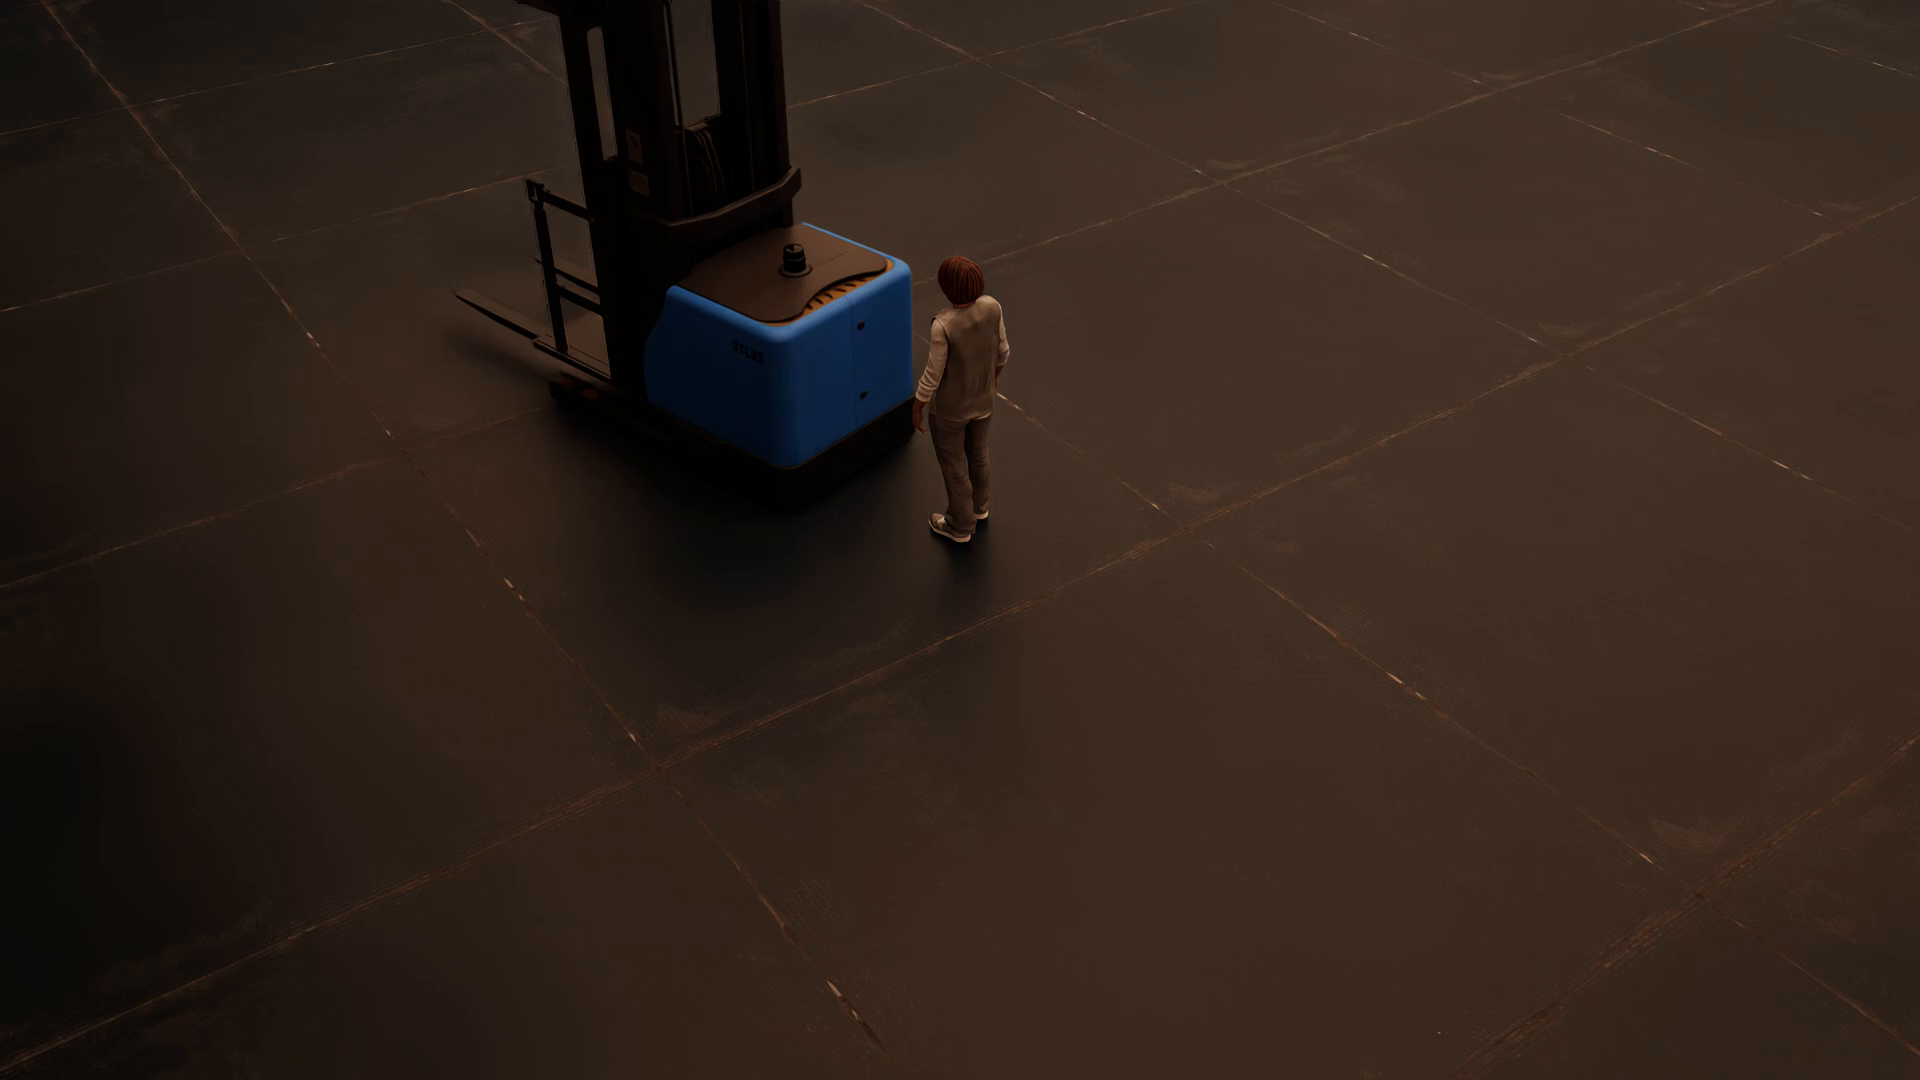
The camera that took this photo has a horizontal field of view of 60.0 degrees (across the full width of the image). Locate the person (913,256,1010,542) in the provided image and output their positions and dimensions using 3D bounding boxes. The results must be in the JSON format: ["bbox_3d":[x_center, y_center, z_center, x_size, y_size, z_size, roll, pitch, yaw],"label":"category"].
[{"bbox_3d":[-0.032,-0.686,7.988,0.521,1.592,0.473,-23,42,-28],"label":"person"}]

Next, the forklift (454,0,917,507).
[{"bbox_3d":[-1.691,-2.077,8.753,3.031,2.935,1.130,26,44,31],"label":"forklift"}]
